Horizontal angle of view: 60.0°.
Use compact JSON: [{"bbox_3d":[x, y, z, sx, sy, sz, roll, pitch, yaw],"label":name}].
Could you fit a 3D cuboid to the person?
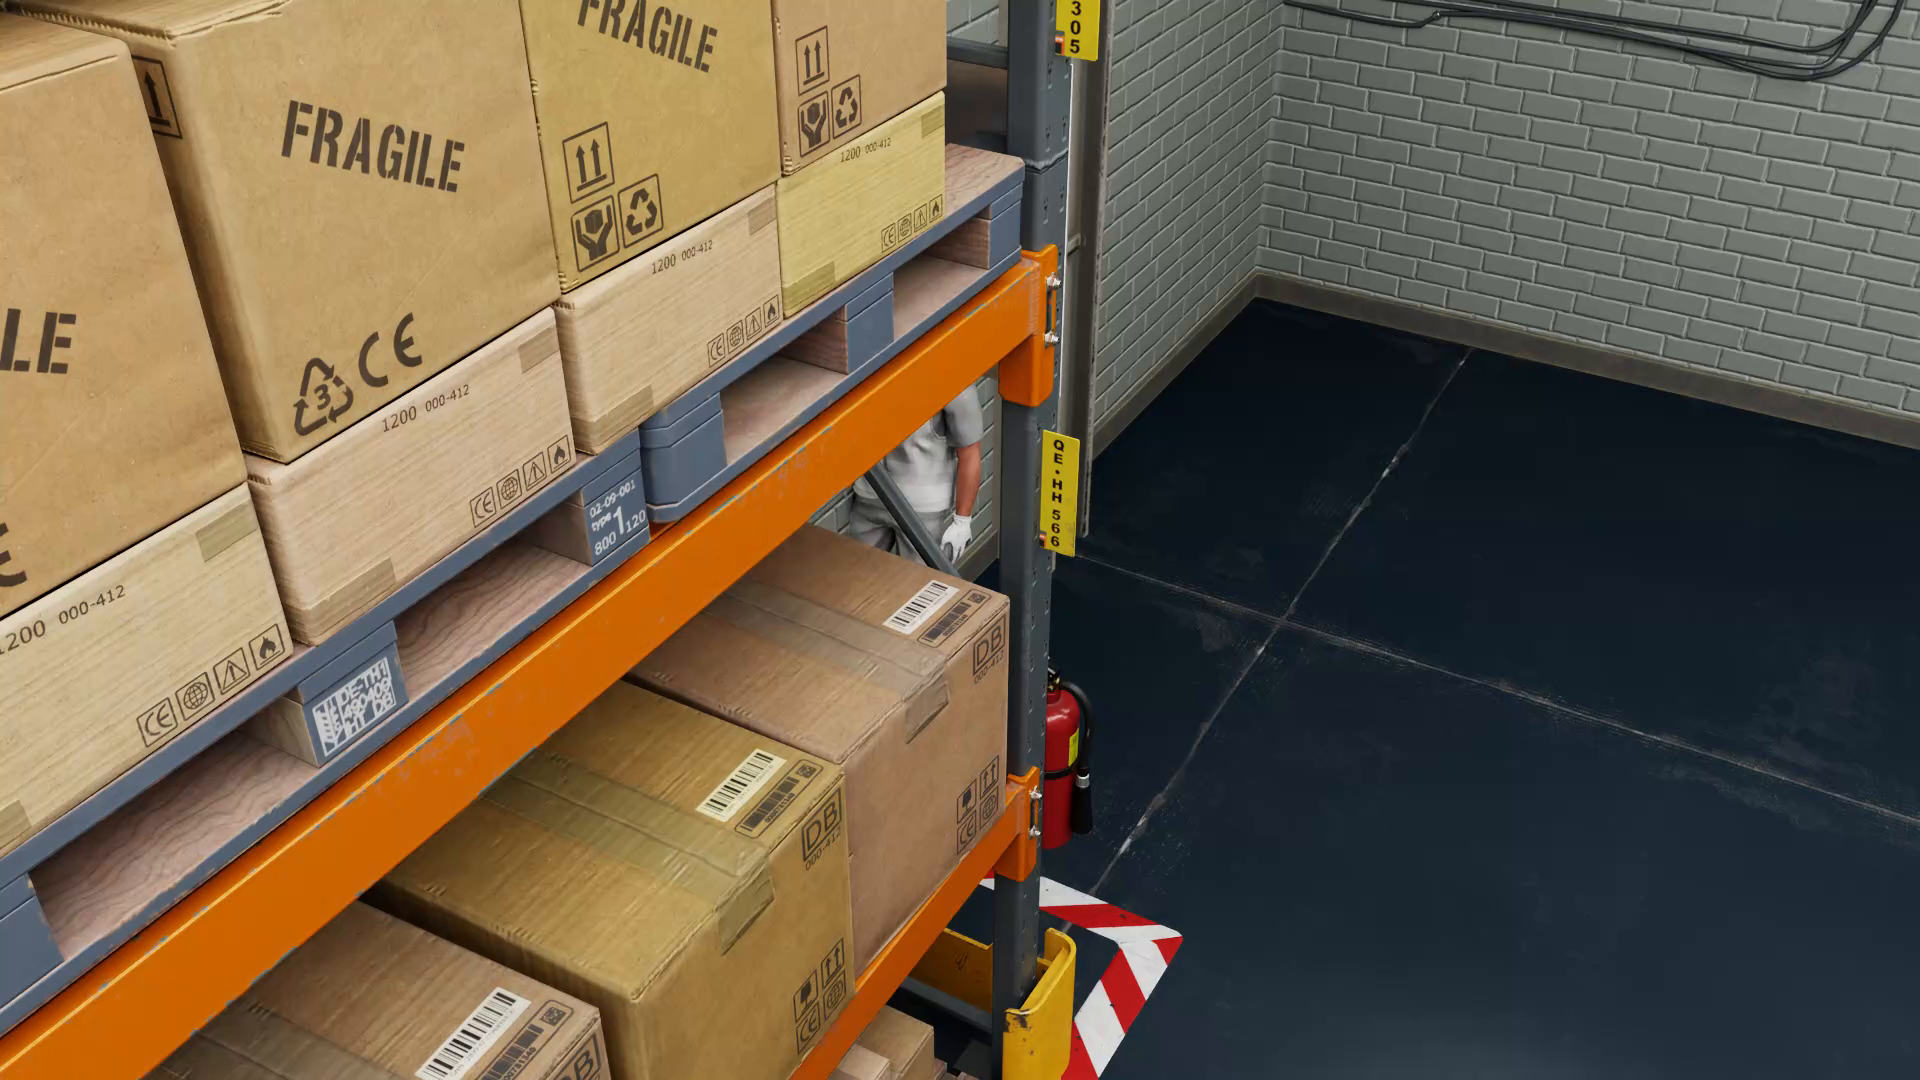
[{"bbox_3d":[-0.265,-0.103,6.258,0.638,1.790,0.559,18,38,25],"label":"person"}]
